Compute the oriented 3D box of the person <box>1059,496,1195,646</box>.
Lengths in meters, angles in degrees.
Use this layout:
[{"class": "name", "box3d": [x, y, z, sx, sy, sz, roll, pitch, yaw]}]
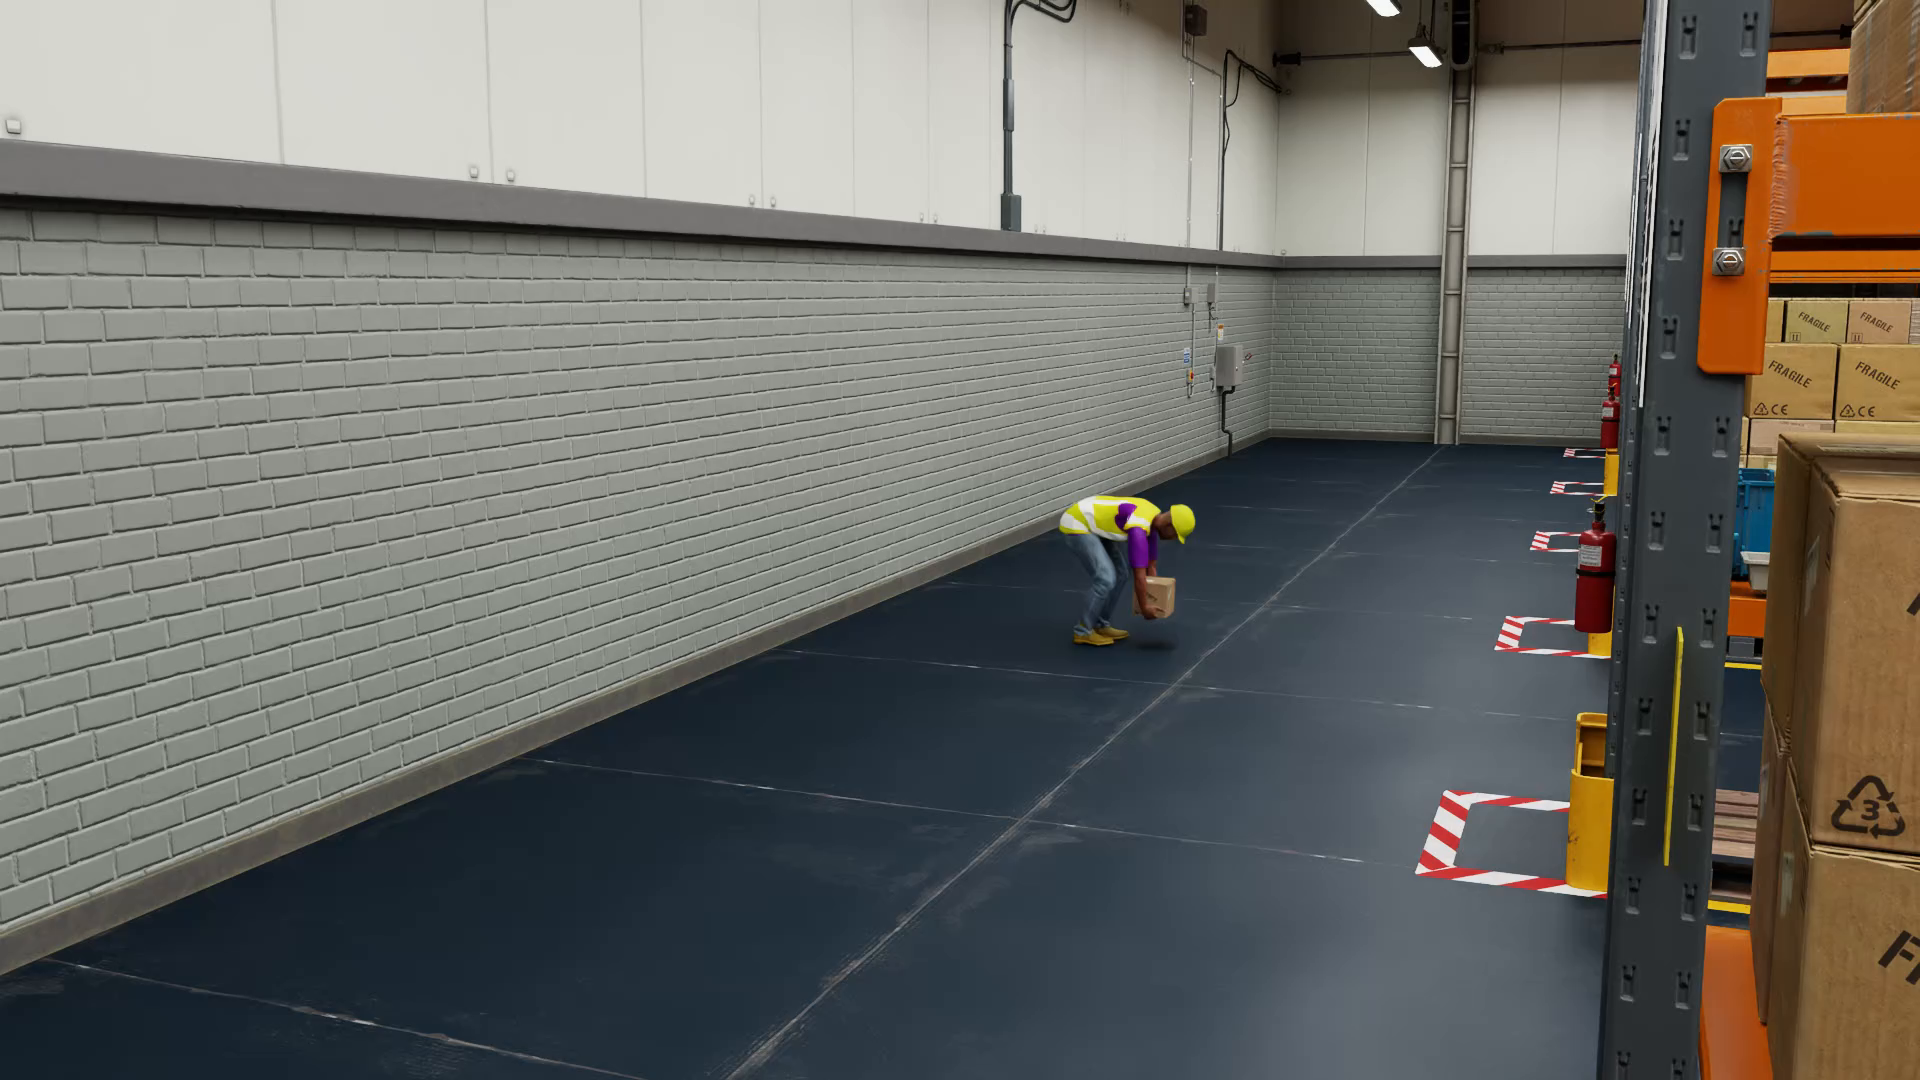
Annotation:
[{"class": "person", "box3d": [1.217, 0.220, 12.105, 0.982, 1.076, 0.483, 3, 9, 19]}]
